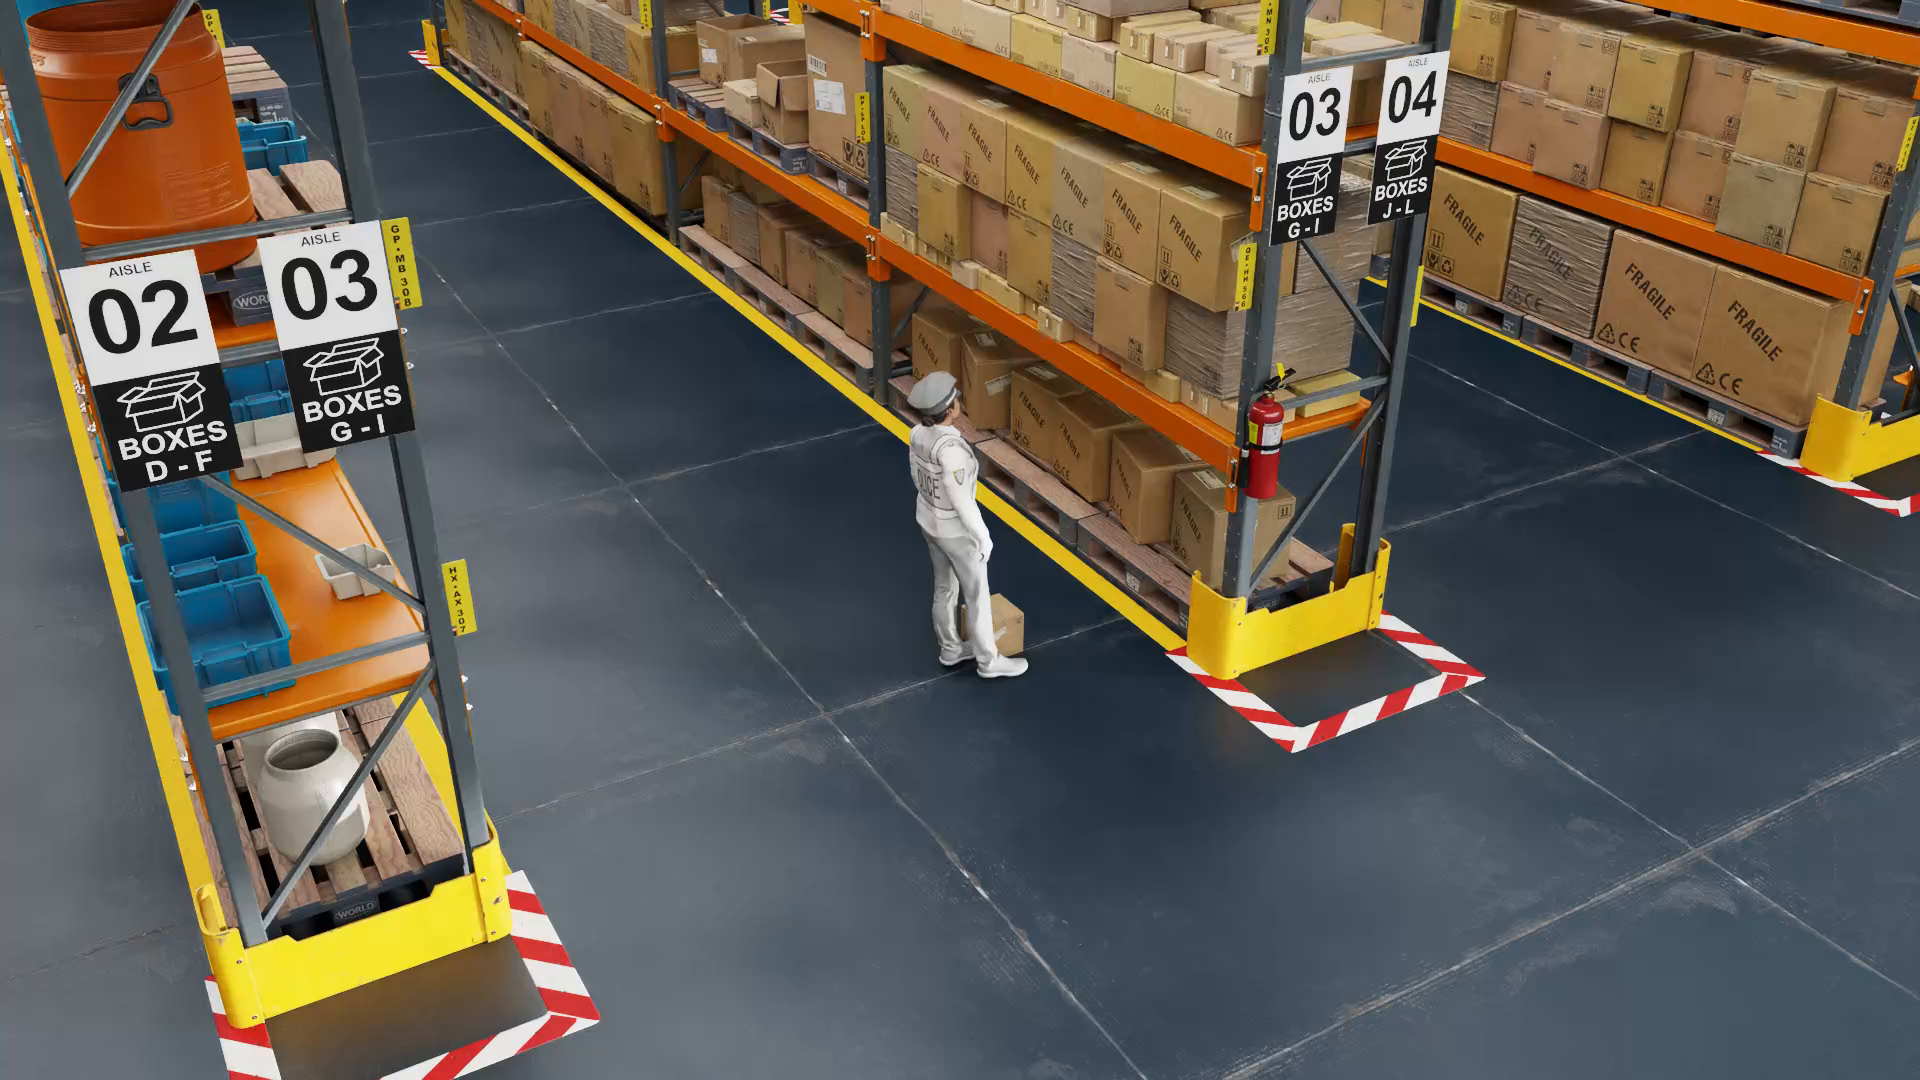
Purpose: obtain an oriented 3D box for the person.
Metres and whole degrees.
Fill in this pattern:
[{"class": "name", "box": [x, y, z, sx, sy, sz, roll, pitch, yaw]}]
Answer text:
[{"class": "person", "box": [0.012, -0.088, 8.661, 0.534, 1.697, 0.587, -16, 33, -26]}]
